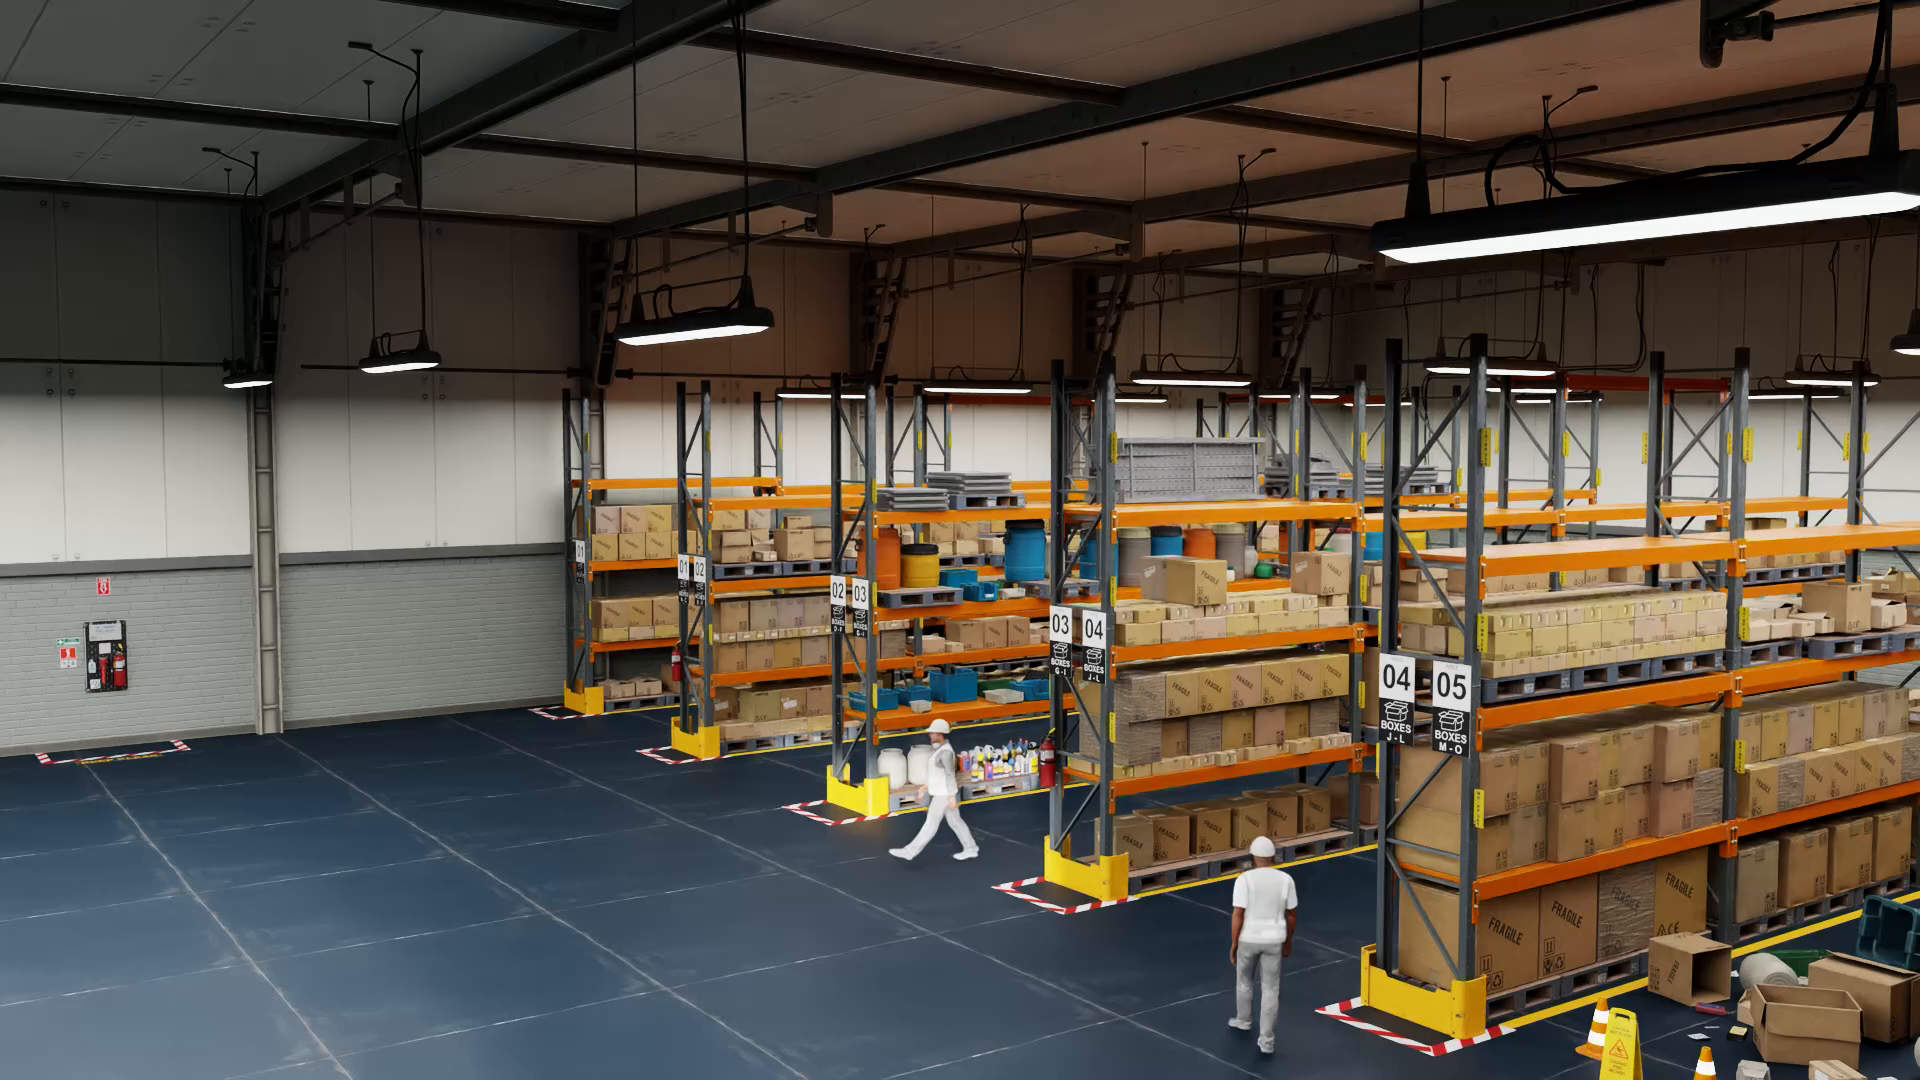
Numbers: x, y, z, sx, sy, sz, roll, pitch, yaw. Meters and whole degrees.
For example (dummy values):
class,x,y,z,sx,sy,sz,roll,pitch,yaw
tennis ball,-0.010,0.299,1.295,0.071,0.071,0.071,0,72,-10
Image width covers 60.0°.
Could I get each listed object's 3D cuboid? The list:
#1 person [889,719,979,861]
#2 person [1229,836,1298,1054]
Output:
class,x,y,z,sx,sy,sz,roll,pitch,yaw
person,-0.309,3.002,19.977,1.080,1.713,0.561,0,4,-1
person,2.562,3.385,14.094,0.593,1.746,0.849,0,4,3
